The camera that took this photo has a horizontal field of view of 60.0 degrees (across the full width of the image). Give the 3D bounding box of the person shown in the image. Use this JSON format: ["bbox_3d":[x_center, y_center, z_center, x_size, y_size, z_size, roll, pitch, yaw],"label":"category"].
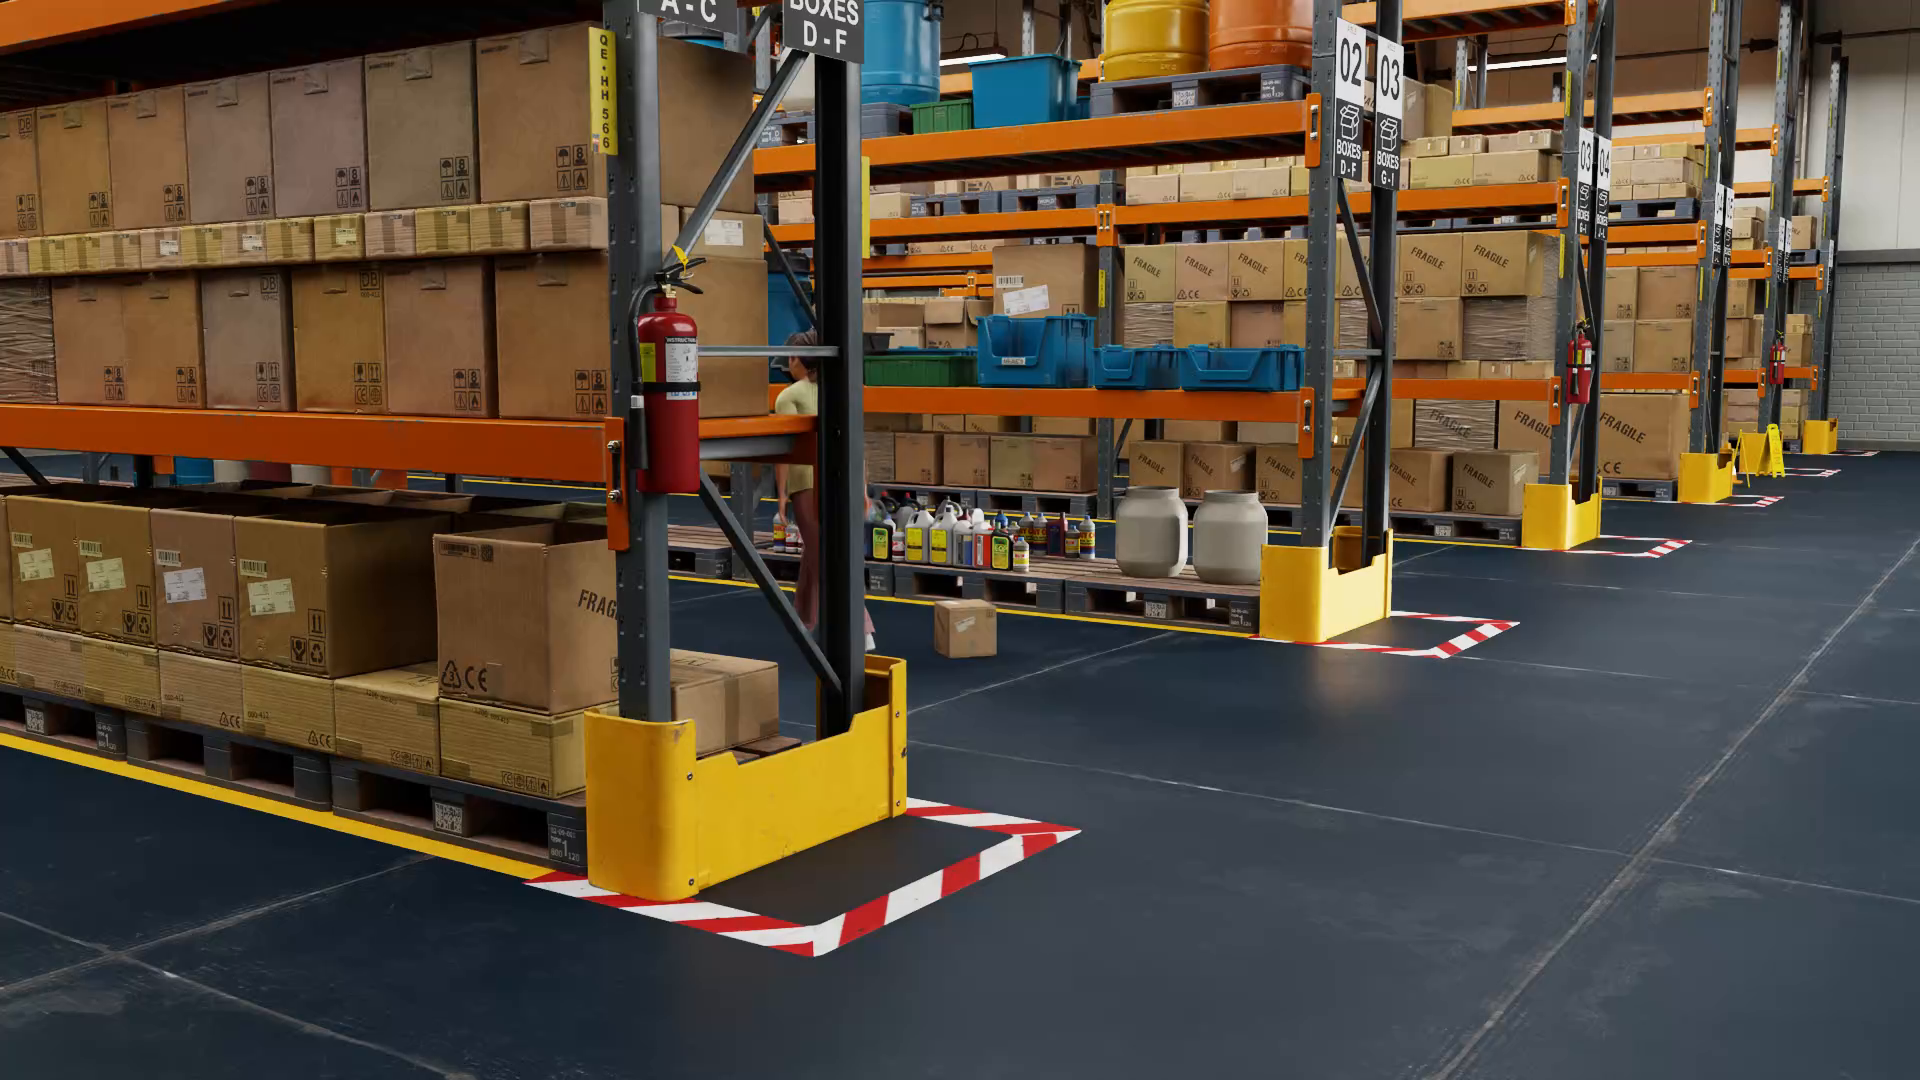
[{"bbox_3d":[-0.721,-0.237,8.293,0.451,1.604,1.097,-5,8,-38],"label":"person"}]
